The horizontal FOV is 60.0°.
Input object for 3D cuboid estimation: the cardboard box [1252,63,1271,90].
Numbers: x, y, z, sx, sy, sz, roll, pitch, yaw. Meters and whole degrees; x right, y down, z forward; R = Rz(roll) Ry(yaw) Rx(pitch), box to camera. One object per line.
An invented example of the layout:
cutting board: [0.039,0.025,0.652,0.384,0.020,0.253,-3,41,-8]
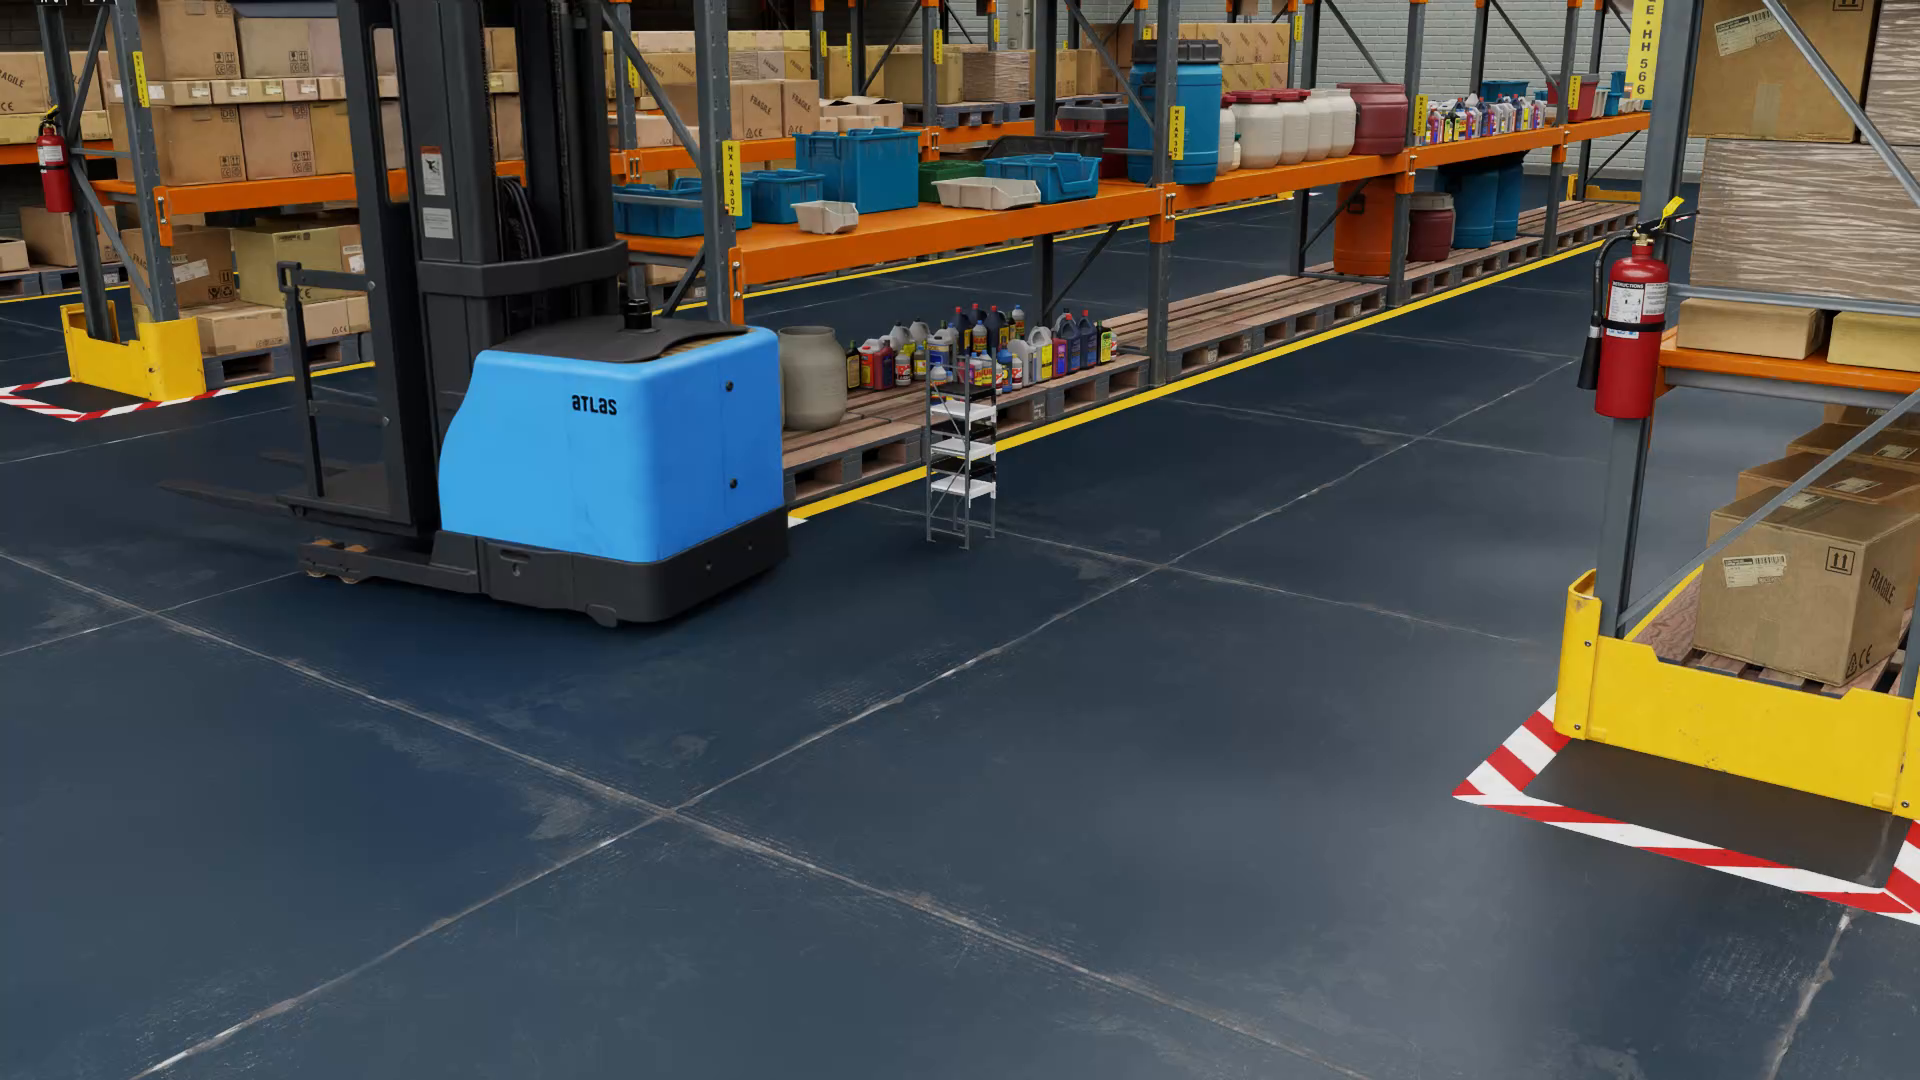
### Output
cardboard box: [3.749,-6.034,21.947,0.500,0.500,0.500,13,21,35]

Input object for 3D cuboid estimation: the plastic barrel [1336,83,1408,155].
plastic barrel: [3.280,-3.384,13.354,0.600,0.536,0.708,12,21,35]

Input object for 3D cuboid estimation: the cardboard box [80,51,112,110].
cardboard box: [-7.662,-4.172,15.076,0.500,0.500,0.500,12,21,33]

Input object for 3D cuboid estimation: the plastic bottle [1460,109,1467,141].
plastic bottle: [4.472,-3.711,14.852,0.097,0.271,0.097,0,17,0]

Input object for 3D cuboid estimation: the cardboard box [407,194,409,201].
cardboard box: [-5.998,-3.722,18.145,0.700,0.500,0.500,13,21,35]

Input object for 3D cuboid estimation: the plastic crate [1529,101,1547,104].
plastic crate: [6.492,-4.807,18.508,0.293,0.136,0.466,12,21,35]

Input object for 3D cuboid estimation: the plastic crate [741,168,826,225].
plastic crate: [-1.005,-1.833,8.838,0.499,0.251,0.408,12,21,35]

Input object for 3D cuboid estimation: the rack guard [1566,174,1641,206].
rack guard: [8.083,-4.203,20.435,1.175,0.500,0.348,12,21,35]

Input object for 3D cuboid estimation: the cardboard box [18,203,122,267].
cardboard box: [-8.109,-2.795,15.161,0.700,0.500,0.500,11,20,31]

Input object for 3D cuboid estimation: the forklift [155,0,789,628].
forklift: [-2.300,-1.339,7.113,3.031,2.935,1.130,8,19,25]

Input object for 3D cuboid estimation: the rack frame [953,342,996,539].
rack frame: [0.065,-0.456,7.695,0.240,0.900,0.006,12,21,35]

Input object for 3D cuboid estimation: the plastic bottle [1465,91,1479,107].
plastic bottle: [5.202,-4.376,16.862,0.144,0.351,0.185,12,21,35]

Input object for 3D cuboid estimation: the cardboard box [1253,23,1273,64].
cardboard box: [3.759,-6.515,21.811,0.500,0.500,0.500,13,22,36]

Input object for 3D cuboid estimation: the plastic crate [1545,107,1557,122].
plastic crate: [6.088,-4.424,17.277,0.396,0.136,0.243,12,21,35]

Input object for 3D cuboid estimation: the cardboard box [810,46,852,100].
cardboard box: [-1.924,-6.456,22.970,0.980,0.700,0.700,13,21,36]

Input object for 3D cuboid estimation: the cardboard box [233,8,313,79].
cardboard box: [-4.801,-3.369,11.179,0.700,0.500,0.500,12,21,33]

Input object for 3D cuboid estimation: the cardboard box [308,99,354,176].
cardboard box: [-4.532,-2.854,11.707,0.700,0.500,0.500,13,21,35]

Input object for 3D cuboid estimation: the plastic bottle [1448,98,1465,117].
plastic bottle: [4.552,-3.868,15.225,0.144,0.351,0.185,12,21,35]

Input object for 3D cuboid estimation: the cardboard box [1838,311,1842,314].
cardboard box: [2.946,-0.872,5.917,0.380,0.149,0.250,12,21,35]

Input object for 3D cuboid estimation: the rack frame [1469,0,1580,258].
rack frame: [5.696,-4.436,16.971,1.000,3.000,0.127,12,21,35]

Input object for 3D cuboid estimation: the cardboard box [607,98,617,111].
cardboard box: [-4.262,-5.161,19.695,0.380,0.149,0.250,12,21,34]

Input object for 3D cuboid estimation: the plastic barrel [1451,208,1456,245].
plastic barrel: [4.528,-3.035,15.945,0.421,0.512,0.421,0,17,0]

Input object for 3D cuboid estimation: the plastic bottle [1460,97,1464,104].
plastic bottle: [5.055,-4.337,16.847,0.061,0.283,0.133,12,21,35]

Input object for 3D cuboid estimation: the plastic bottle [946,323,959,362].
plastic bottle: [-0.055,-1.232,10.512,0.097,0.271,0.097,0,17,0]

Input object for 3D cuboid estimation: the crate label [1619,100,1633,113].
crate label: [7.408,-4.928,18.899,0.396,0.136,0.243,12,21,35]

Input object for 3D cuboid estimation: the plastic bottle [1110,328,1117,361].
plastic bottle: [0.963,-1.263,10.729,0.097,0.201,0.097,0,17,0]

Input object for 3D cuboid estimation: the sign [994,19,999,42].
sign: [0.550,-7.706,25.150,0.100,0.325,0.005,12,21,35]

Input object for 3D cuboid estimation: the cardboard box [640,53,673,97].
cardboard box: [-3.829,-5.627,20.102,0.500,0.500,0.500,13,22,36]

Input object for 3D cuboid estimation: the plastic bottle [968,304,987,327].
plastic bottle: [0.115,-1.357,10.780,0.144,0.351,0.185,13,22,36]

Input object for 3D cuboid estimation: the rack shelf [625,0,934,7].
rack shelf: [-1.855,-4.972,14.852,1.077,0.370,4.000,12,21,35]

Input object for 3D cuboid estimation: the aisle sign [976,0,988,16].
aisle sign: [0.407,-8.345,25.175,0.394,0.787,0.004,12,21,35]

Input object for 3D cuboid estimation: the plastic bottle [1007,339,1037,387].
plastic bottle: [0.370,-1.075,9.998,0.152,0.276,0.135,13,21,36]

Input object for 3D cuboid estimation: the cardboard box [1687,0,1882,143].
cardboard box: [2.653,-1.545,5.304,0.500,0.500,0.500,12,21,35]

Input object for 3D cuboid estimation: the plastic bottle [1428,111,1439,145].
plastic bottle: [4.063,-3.544,14.294,0.061,0.283,0.133,12,21,35]

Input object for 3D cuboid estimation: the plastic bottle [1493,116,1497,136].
plastic bottle: [4.937,-3.863,15.461,0.097,0.201,0.097,0,17,0]

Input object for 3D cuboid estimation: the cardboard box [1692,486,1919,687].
cardboard box: [2.909,0.145,5.726,0.500,0.500,0.500,-15,23,-40]

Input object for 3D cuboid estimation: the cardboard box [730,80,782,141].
cardboard box: [-1.963,-3.879,15.010,0.500,0.500,0.500,12,21,35]

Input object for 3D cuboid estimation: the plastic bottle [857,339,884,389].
plastic bottle: [-0.540,-1.057,9.941,0.152,0.276,0.135,13,21,35]

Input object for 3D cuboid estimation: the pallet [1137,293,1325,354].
pallet: [2.093,-1.685,12.813,1.003,0.211,1.213,12,21,35]

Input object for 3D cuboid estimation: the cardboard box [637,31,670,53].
cardboard box: [-3.847,-5.982,19.981,0.500,0.250,0.500,12,21,34]

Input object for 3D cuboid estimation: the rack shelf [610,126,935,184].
rack shelf: [-1.855,-3.540,15.297,1.077,0.370,4.000,12,21,35]

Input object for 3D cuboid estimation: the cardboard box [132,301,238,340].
cardboard box: [-5.348,-1.521,11.513,0.500,0.250,0.500,12,21,35]

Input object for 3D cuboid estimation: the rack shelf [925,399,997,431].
rack shelf: [0.005,-0.572,7.573,0.258,0.077,0.200,12,21,35]

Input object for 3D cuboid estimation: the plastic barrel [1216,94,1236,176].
plastic barrel: [1.676,-2.785,11.424,0.433,0.535,0.433,0,17,0]

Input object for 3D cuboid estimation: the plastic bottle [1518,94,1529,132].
plastic bottle: [5.411,-4.136,16.087,0.144,0.351,0.185,12,21,35]

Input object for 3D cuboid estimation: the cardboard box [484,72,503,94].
cardboard box: [-3.644,-3.420,12.436,0.380,0.149,0.250,12,21,34]

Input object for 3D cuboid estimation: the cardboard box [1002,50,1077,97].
cardboard box: [0.899,-5.312,18.916,0.500,0.500,0.700,-16,23,-42]

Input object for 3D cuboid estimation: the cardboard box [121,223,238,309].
cardboard box: [-5.349,-1.880,11.403,0.500,0.500,0.500,12,21,35]

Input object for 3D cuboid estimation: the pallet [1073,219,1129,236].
pallet: [1.266,-3.780,19.560,1.003,0.211,1.213,12,21,35]

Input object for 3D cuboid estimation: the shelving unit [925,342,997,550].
shelving unit: [0.005,-0.432,7.617,0.258,0.900,0.210,12,21,35]

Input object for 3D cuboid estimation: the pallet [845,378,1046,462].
pallet: [-0.231,-0.754,9.817,1.003,0.211,1.213,12,21,35]

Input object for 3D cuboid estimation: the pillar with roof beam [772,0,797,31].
pillar with roof beam: [0.919,-8.611,20.298,9.100,9.000,0.400,12,21,35]

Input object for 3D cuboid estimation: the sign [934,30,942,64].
sign: [-0.215,-4.815,16.239,0.100,0.325,0.005,12,21,35]

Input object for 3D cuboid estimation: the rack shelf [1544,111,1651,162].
rack shelf: [6.888,-4.569,18.611,1.077,0.370,4.000,12,21,35]

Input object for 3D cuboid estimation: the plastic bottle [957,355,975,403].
plastic bottle: [0.026,-0.918,9.481,0.061,0.283,0.133,13,21,36]

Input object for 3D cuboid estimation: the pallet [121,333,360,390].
pallet: [-5.008,-1.312,11.612,1.003,0.211,1.213,12,21,35]

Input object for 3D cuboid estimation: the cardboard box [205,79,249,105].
cardboard box: [-4.868,-2.930,10.860,0.380,0.149,0.250,12,21,33]

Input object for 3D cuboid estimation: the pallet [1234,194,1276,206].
pallet: [3.584,-4.725,22.603,1.003,0.211,1.213,12,21,35]

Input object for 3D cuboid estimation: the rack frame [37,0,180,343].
rack frame: [-5.430,-2.454,10.588,1.000,3.000,0.127,12,21,35]
